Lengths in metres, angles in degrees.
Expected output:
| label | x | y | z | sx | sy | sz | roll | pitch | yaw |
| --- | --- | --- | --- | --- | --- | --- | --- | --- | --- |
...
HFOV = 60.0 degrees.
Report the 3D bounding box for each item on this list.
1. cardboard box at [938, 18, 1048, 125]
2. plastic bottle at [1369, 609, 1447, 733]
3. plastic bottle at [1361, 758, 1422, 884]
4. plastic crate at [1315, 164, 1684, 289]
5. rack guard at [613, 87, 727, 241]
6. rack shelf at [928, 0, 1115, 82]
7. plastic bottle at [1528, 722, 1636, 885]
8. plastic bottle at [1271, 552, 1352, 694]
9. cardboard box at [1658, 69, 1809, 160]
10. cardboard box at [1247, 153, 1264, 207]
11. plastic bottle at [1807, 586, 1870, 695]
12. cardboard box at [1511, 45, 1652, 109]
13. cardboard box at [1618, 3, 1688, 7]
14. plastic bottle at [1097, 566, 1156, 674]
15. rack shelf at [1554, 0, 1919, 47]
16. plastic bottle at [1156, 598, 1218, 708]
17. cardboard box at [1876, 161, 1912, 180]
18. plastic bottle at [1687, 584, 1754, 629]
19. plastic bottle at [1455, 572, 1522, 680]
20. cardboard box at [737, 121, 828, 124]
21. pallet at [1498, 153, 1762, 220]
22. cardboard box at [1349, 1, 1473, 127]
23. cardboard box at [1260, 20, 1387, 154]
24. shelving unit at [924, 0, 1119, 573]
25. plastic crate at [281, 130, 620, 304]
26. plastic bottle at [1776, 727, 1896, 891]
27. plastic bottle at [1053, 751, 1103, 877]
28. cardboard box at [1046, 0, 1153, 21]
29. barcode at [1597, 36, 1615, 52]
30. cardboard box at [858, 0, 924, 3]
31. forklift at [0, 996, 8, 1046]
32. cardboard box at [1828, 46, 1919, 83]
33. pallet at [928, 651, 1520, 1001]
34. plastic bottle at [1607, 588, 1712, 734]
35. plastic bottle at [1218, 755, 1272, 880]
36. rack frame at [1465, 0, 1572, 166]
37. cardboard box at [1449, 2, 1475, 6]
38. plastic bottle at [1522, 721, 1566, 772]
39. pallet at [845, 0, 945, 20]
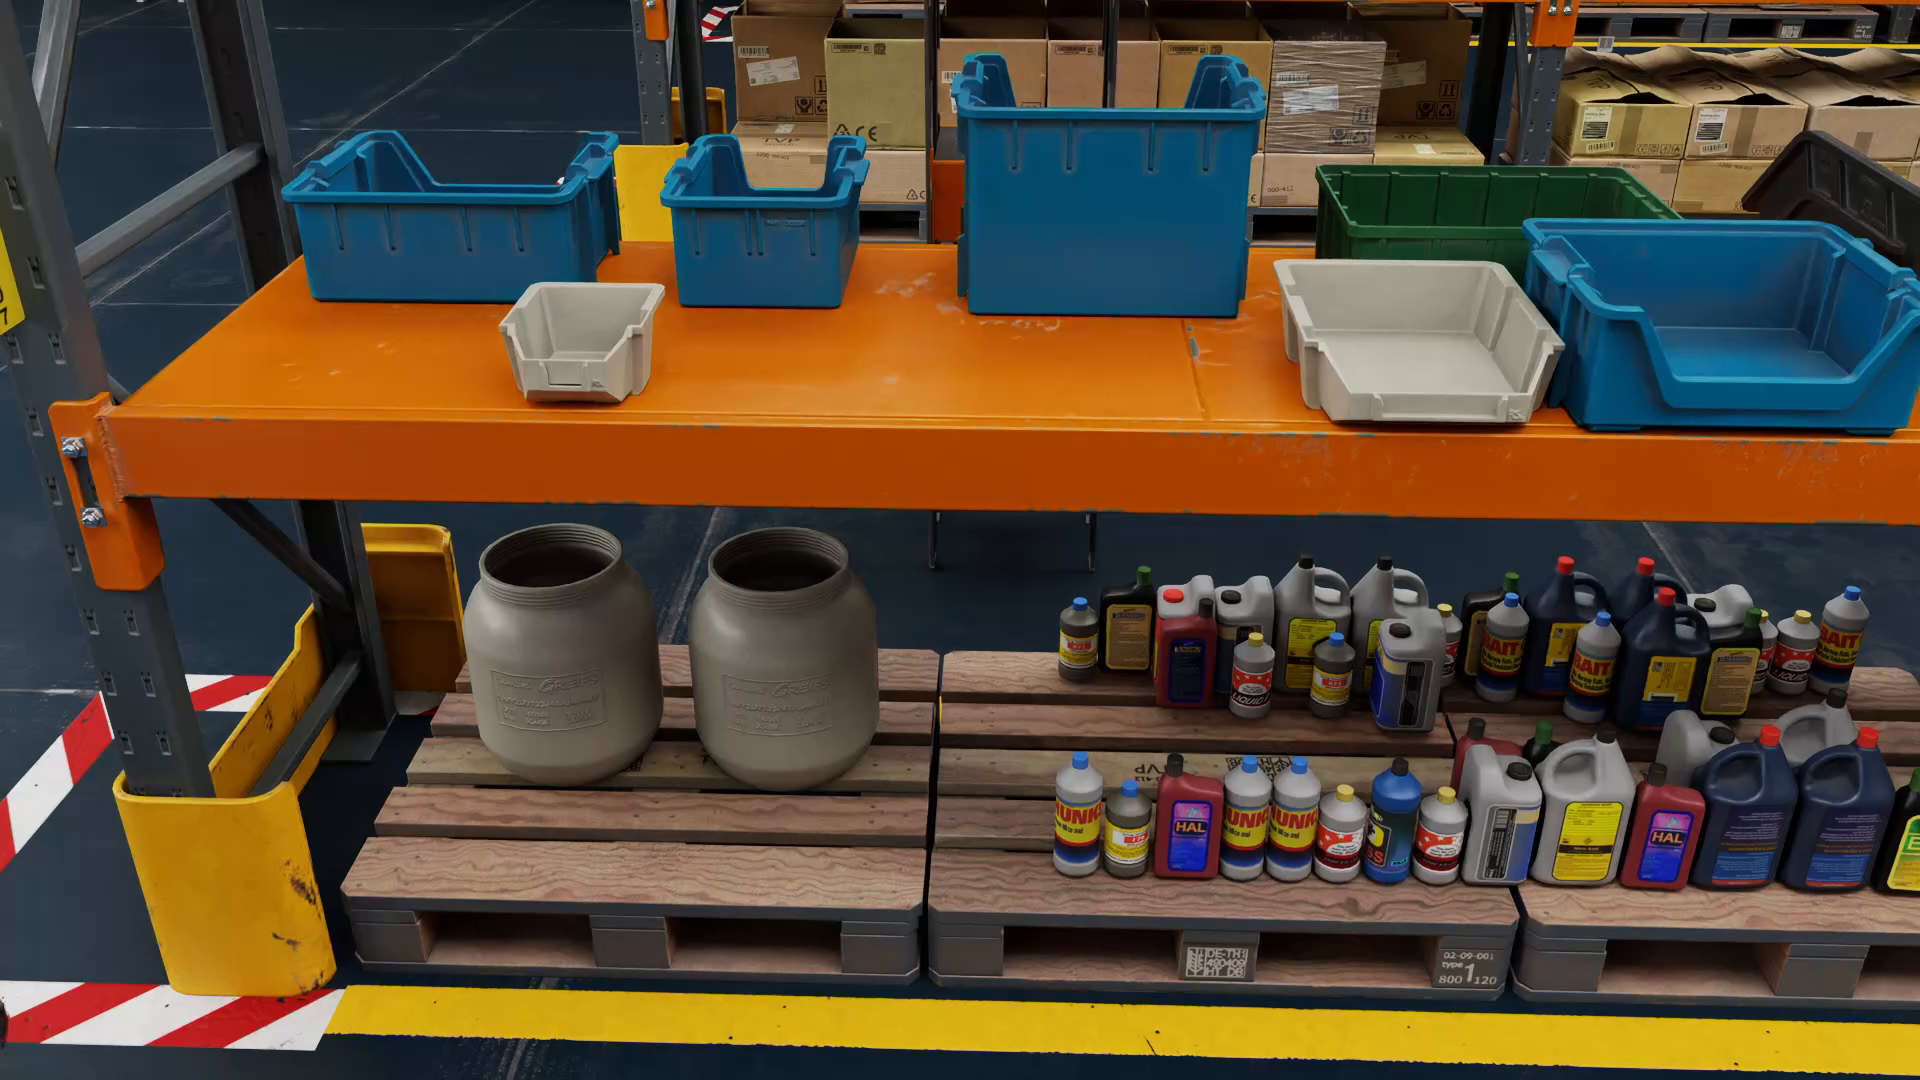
| label | x | y | z | sx | sy | sz | roll | pitch | yaw |
| --- | --- | --- | --- | --- | --- | --- | --- | --- | --- |
| cardboard box | 0.150 | -2.127 | 7.747 | 0.500 | 0.500 | 0.500 | 1 | 28 | 2 |
| plastic bottle | 1.056 | 0.298 | 3.924 | 0.135 | 0.276 | 0.152 | 1 | 28 | 2 |
| plastic bottle | 0.890 | 0.568 | 3.418 | 0.097 | 0.271 | 0.097 | 0 | 28 | 0 |
| plastic crate | 1.095 | -0.624 | 3.451 | 0.662 | 0.188 | 0.450 | 1 | 28 | 2 |
| rack guard | -1.402 | -1.844 | 8.194 | 0.348 | 0.500 | 1.175 | 1 | 28 | 2 |
| rack shelf | 0.165 | -1.531 | 4.432 | 0.480 | 0.518 | 0.431 | 1 | 28 | 2 |
| plastic bottle | 1.273 | 0.529 | 3.409 | 0.185 | 0.351 | 0.144 | 1 | 28 | 1 |
| plastic bottle | 0.850 | 0.192 | 4.043 | 0.185 | 0.351 | 0.144 | 2 | 28 | 4 |
| cardboard box | 3.524 | -1.966 | 7.644 | 0.500 | 0.311 | 0.500 | 1 | 28 | 1 |
| cardboard box | 1.149 | -1.772 | 7.877 | 0.500 | 0.250 | 0.500 | 1 | 28 | 2 |
| plastic bottle | 2.138 | 0.238 | 4.043 | 0.097 | 0.271 | 0.097 | 0 | 28 | 0 |
| cardboard box | 3.035 | -2.228 | 8.138 | 0.500 | 0.311 | 0.500 | 1 | 28 | 2 |
| cardboard box | 5.059 | -4.270 | 12.301 | 0.500 | 0.500 | 0.700 | 1 | 28 | 2 |
| plastic bottle | 0.412 | 0.195 | 4.110 | 0.133 | 0.283 | 0.061 | 2 | 28 | 3 |
| rack shelf | 4.618 | -2.531 | 7.589 | 4.000 | 0.370 | 1.077 | 1 | 28 | 2 |
| plastic bottle | 0.542 | 0.269 | 3.971 | 0.133 | 0.283 | 0.061 | 1 | 28 | 2 |
| cardboard box | 4.043 | -1.713 | 7.767 | 0.500 | 0.250 | 0.500 | 0 | 28 | 0 |
| plastic bottle | 1.814 | 0.243 | 4.027 | 0.135 | 0.276 | 0.152 | 2 | 28 | 4 |
| plastic bottle | 1.297 | 0.210 | 4.082 | 0.133 | 0.283 | 0.061 | 2 | 28 | 4 |
| cardboard box | -0.831 | -2.048 | 8.398 | 0.500 | 0.250 | 0.500 | 1 | 28 | 2 |
| pallet | 3.357 | -1.656 | 8.148 | 1.213 | 0.211 | 1.003 | 1 | 28 | 2 |
| cardboard box | 2.167 | -2.338 | 8.144 | 0.500 | 0.500 | 0.500 | 1 | 28 | 2 |
| cardboard box | 1.649 | -2.103 | 7.701 | 0.500 | 0.500 | 0.500 | 1 | 28 | 2 |
| shelving unit | 0.165 | -0.925 | 4.753 | 0.503 | 2.100 | 0.431 | 1 | 28 | 2 |
| plastic crate | -1.046 | -0.695 | 3.518 | 0.616 | 0.251 | 0.499 | 1 | 28 | 2 |
| plastic bottle | 1.787 | 0.537 | 3.393 | 0.185 | 0.351 | 0.144 | 0 | 28 | 0 |
| plastic bottle | 0.245 | 0.558 | 3.439 | 0.097 | 0.271 | 0.097 | 0 | 28 | 0 |
| cardboard box | 0.668 | -2.362 | 8.189 | 0.500 | 0.500 | 0.500 | 1 | 28 | 2 |
| barcode | 2.860 | -2.197 | 7.365 | 0.075 | 0.075 | 0.001 | 1 | 28 | 2 |
| cardboard box | -0.518 | -4.219 | 12.408 | 0.500 | 0.311 | 0.500 | -2 | 28 | -4 |
| forklift | -2.141 | 0.430 | 1.309 | 1.130 | 2.935 | 3.031 | -5 | 28 | -9 |
| cardboard box | 4.556 | -2.202 | 8.091 | 0.500 | 0.311 | 0.500 | 1 | 28 | 1 |
| pallet | 0.549 | 0.619 | 3.856 | 1.213 | 0.211 | 1.003 | 1 | 28 | 2 |
| plastic bottle | 1.644 | 0.273 | 3.891 | 0.185 | 0.351 | 0.144 | 1 | 28 | 2 |
| plastic bottle | 0.587 | 0.563 | 3.428 | 0.097 | 0.271 | 0.097 | 0 | 28 | 0 |
| rack frame | 2.620 | -2.882 | 7.483 | 0.127 | 3.000 | 1.000 | 1 | 28 | 2 |
| cardboard box | 3.527 | -4.286 | 12.331 | 0.500 | 0.500 | 0.700 | 2 | 28 | 4 |
| plastic bottle | 1.251 | 0.510 | 3.516 | 0.133 | 0.283 | 0.061 | 1 | 28 | 2 |
| pallet | -0.320 | -4.003 | 12.576 | 1.213 | 0.211 | 1.003 | 1 | 28 | 2 |
